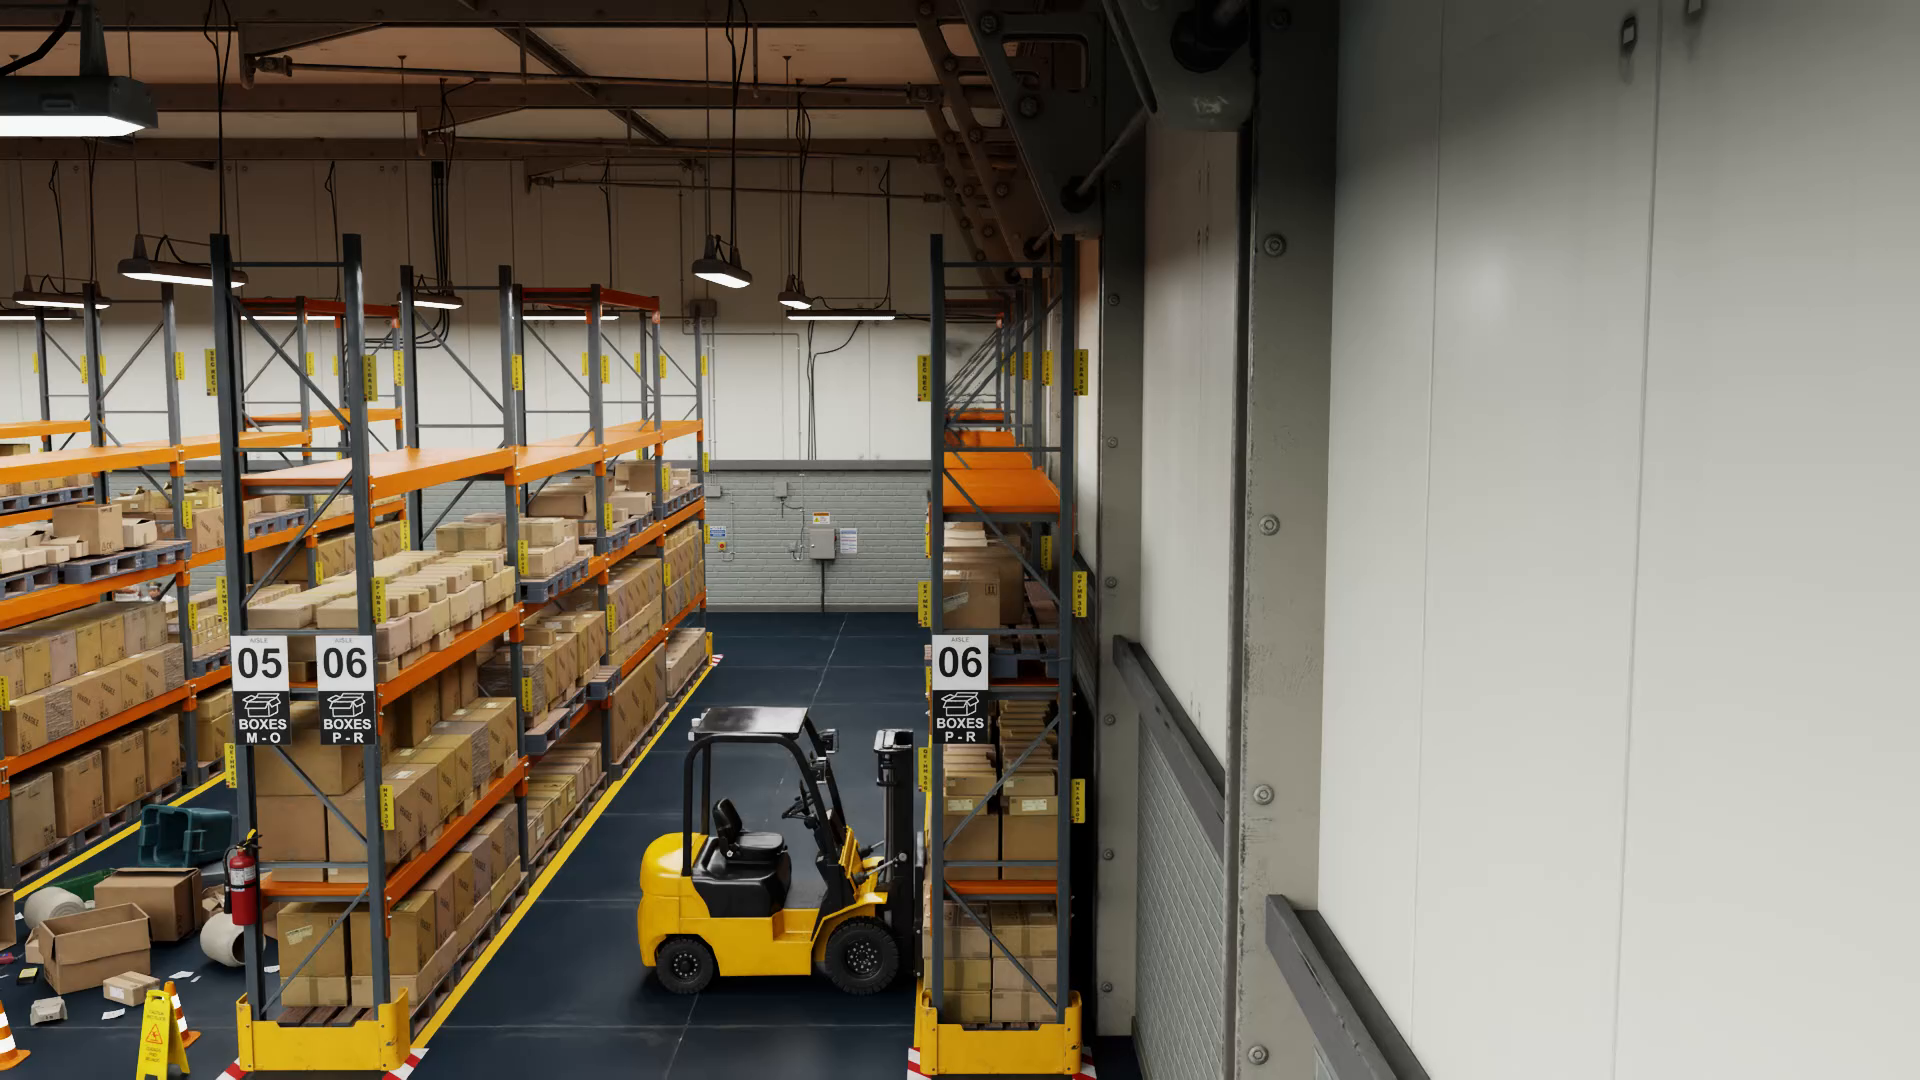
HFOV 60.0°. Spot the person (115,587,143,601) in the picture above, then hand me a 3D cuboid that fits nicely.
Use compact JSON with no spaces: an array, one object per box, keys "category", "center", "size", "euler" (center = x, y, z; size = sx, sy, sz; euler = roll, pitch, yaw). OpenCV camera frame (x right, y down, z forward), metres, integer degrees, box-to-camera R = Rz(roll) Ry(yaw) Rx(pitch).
[{"category":"person","center":[-14.456,1.105,28.955],"size":[0.893,1.702,0.766],"euler":[1,6,9]}]

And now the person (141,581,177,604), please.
[{"category":"person","center":[-12.766,1.450,26.505],"size":[0.602,1.628,0.628],"euler":[-1,6,-9]}]
